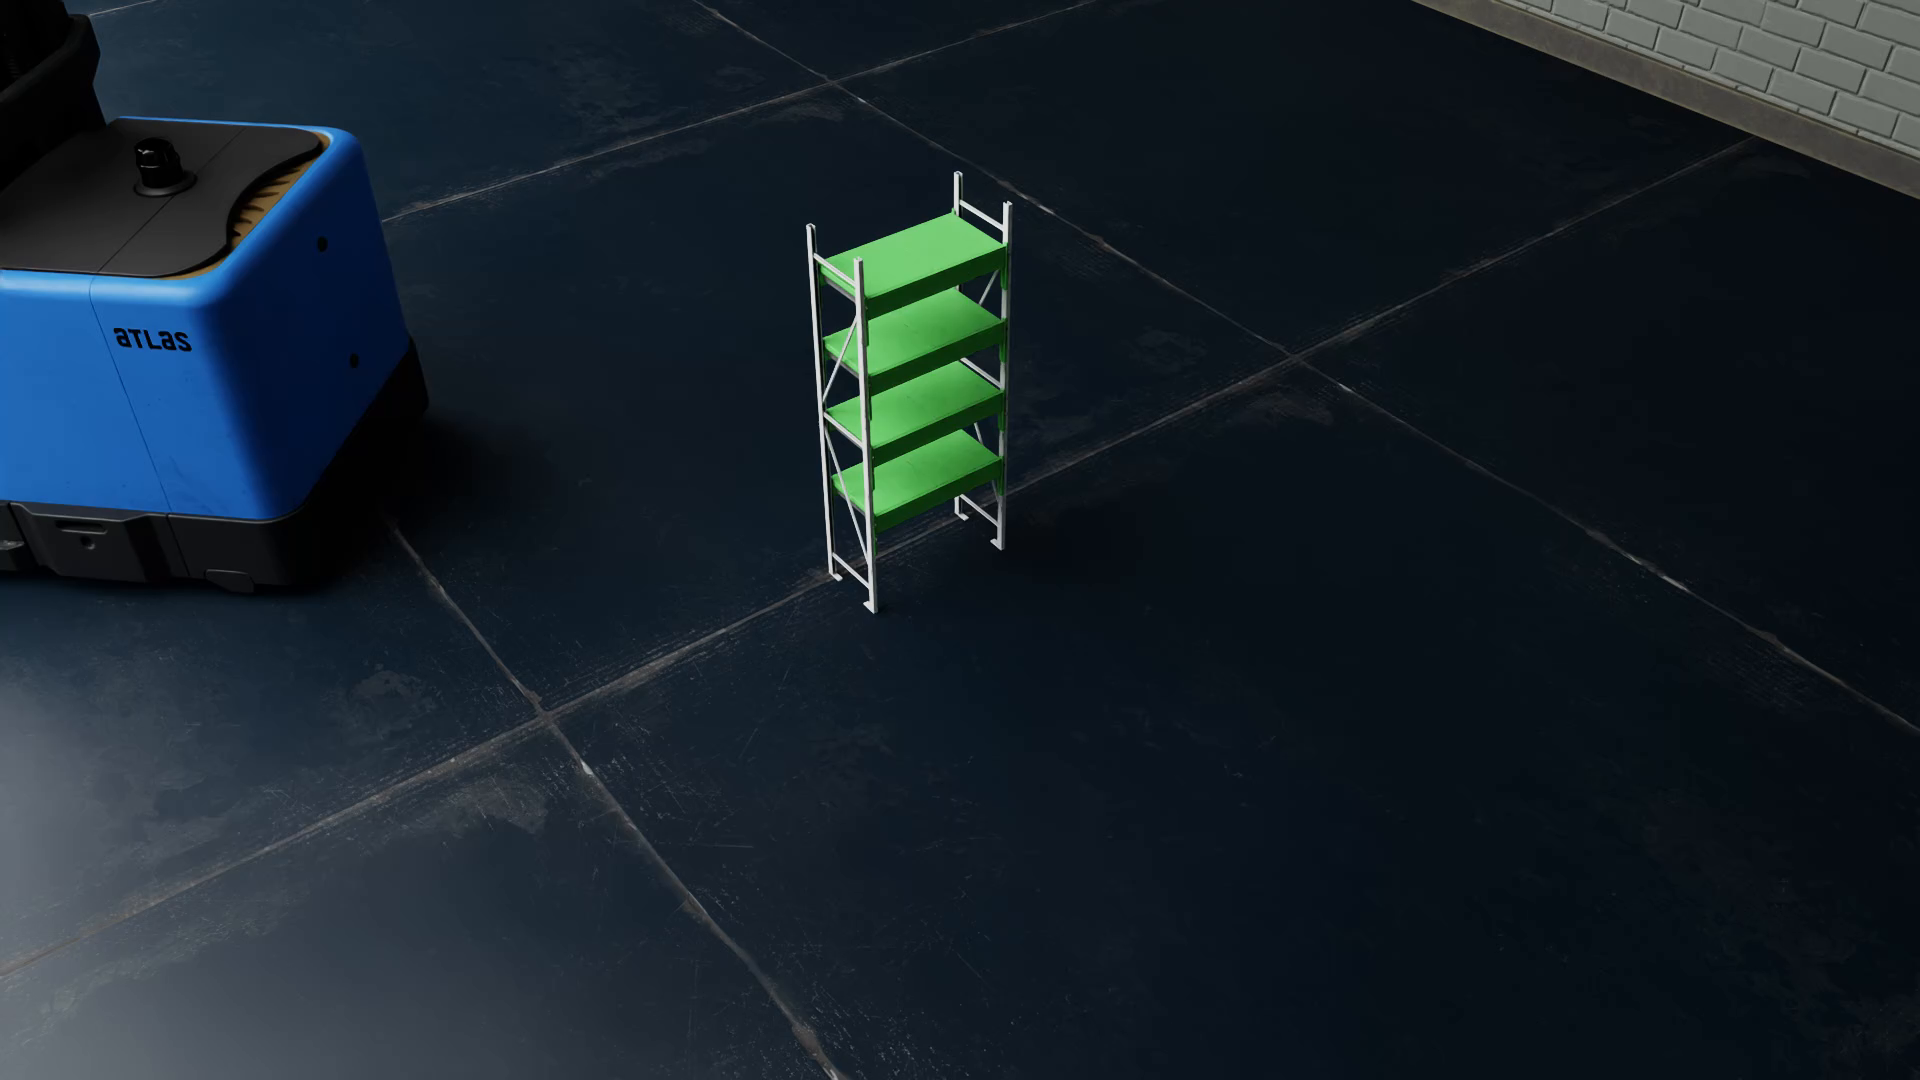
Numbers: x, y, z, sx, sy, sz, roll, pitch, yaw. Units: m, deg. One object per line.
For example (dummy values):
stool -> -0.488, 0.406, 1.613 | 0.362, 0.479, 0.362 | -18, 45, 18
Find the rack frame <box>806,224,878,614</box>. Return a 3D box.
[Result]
rack frame -> -0.325, -0.306, 4.677 | 0.015, 1.200, 0.240 | -26, 46, -28

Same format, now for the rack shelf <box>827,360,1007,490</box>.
rack shelf -> -0.131, -0.351, 4.832 | 0.480, 0.148, 0.258 | -26, 46, -28

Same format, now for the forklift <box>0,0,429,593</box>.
forklift -> -3.375, -1.379, 4.620 | 3.031, 2.935, 1.130 | 4, 40, 5

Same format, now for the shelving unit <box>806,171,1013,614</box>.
shelving unit -> -0.131, -0.400, 4.791 | 0.503, 1.200, 0.258 | -26, 46, -28

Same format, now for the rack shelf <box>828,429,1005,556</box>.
rack shelf -> -0.131, -0.165, 4.984 | 0.480, 0.148, 0.258 | -26, 46, -28

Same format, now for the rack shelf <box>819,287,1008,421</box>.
rack shelf -> -0.131, -0.536, 4.680 | 0.480, 0.148, 0.258 | -26, 46, -28

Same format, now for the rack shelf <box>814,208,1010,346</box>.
rack shelf -> -0.131, -0.722, 4.528 | 0.480, 0.148, 0.258 | -26, 46, -28

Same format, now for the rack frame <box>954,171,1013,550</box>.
rack frame -> 0.062, -0.494, 4.906 | 0.015, 1.200, 0.240 | -26, 46, -28
